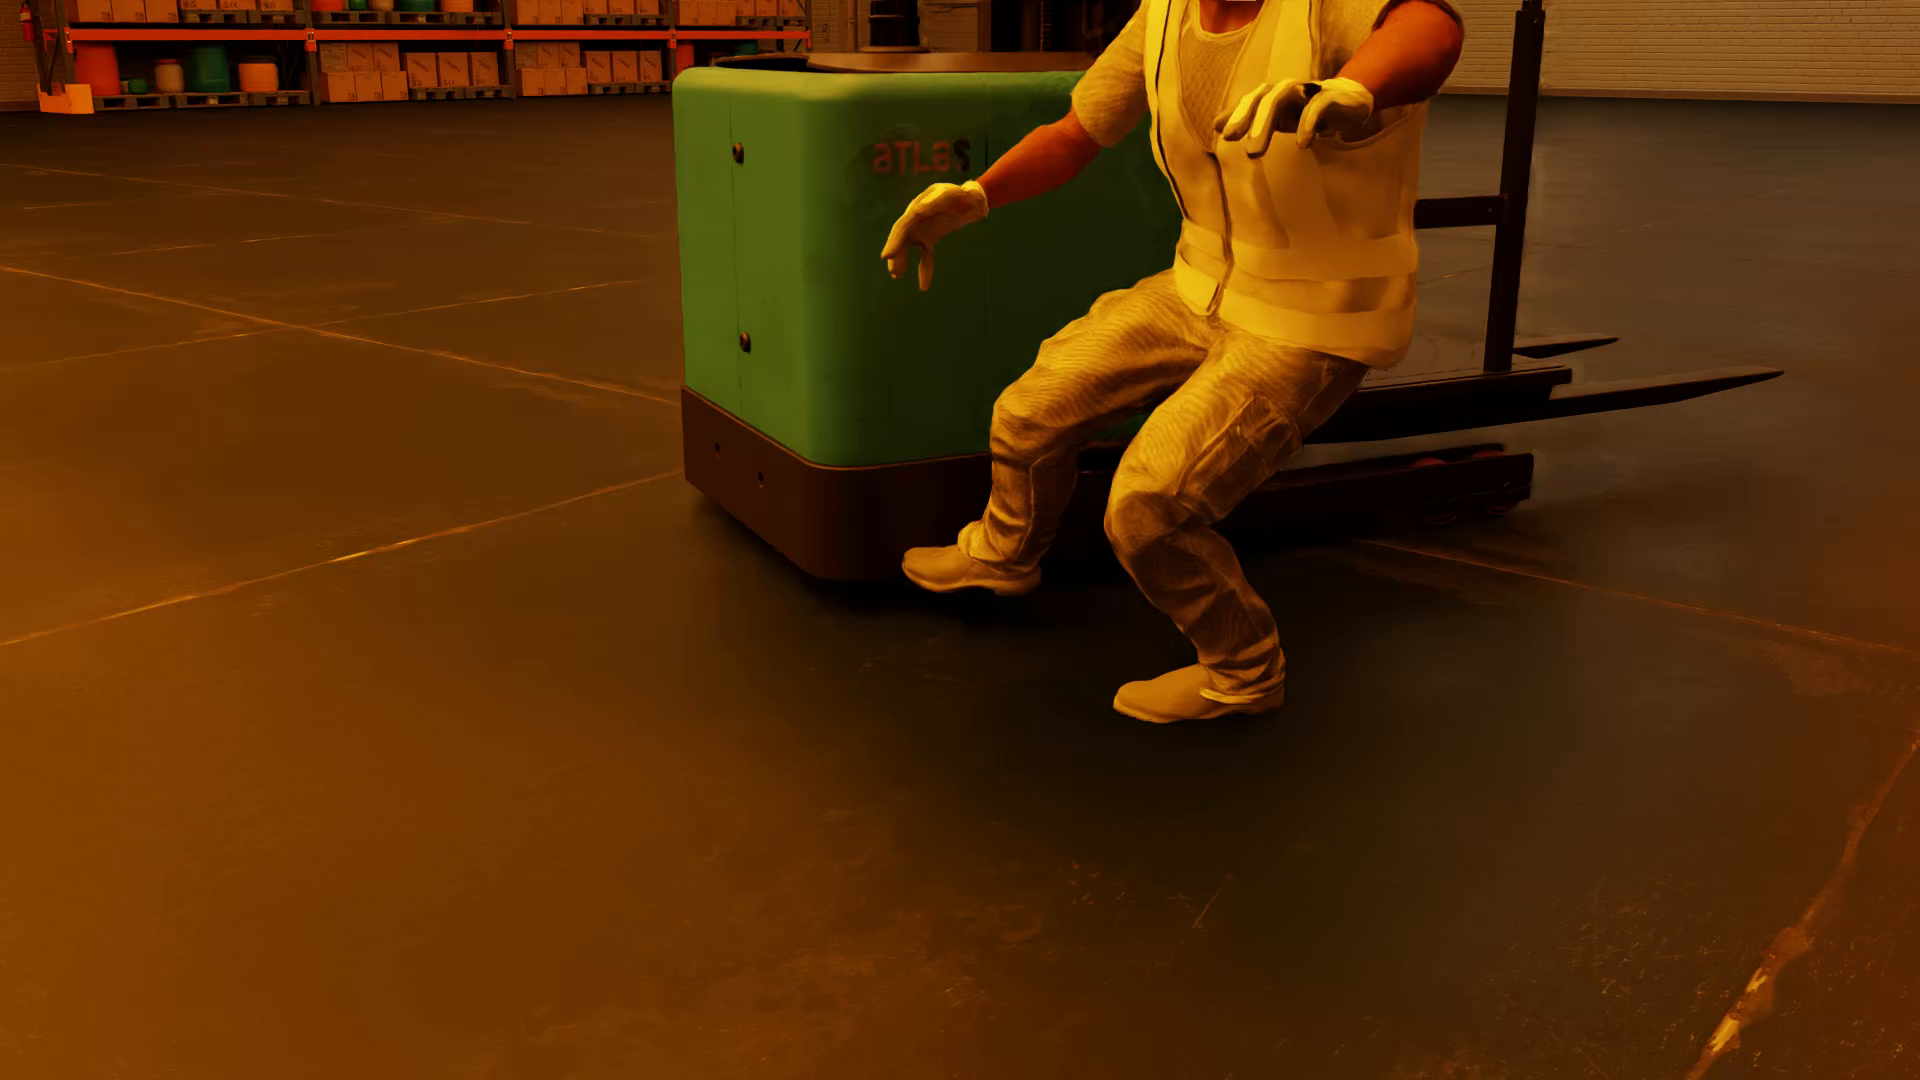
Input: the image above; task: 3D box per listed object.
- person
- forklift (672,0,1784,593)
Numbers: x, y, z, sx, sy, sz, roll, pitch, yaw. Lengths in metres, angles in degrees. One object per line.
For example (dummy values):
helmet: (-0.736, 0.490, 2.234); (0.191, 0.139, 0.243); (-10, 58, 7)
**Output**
person: (0.263, -0.388, 2.658); (0.872, 1.525, 1.463); (-11, 20, -33)
forklift: (0.858, -1.566, 4.055); (3.031, 2.935, 1.130); (-8, 19, -25)
